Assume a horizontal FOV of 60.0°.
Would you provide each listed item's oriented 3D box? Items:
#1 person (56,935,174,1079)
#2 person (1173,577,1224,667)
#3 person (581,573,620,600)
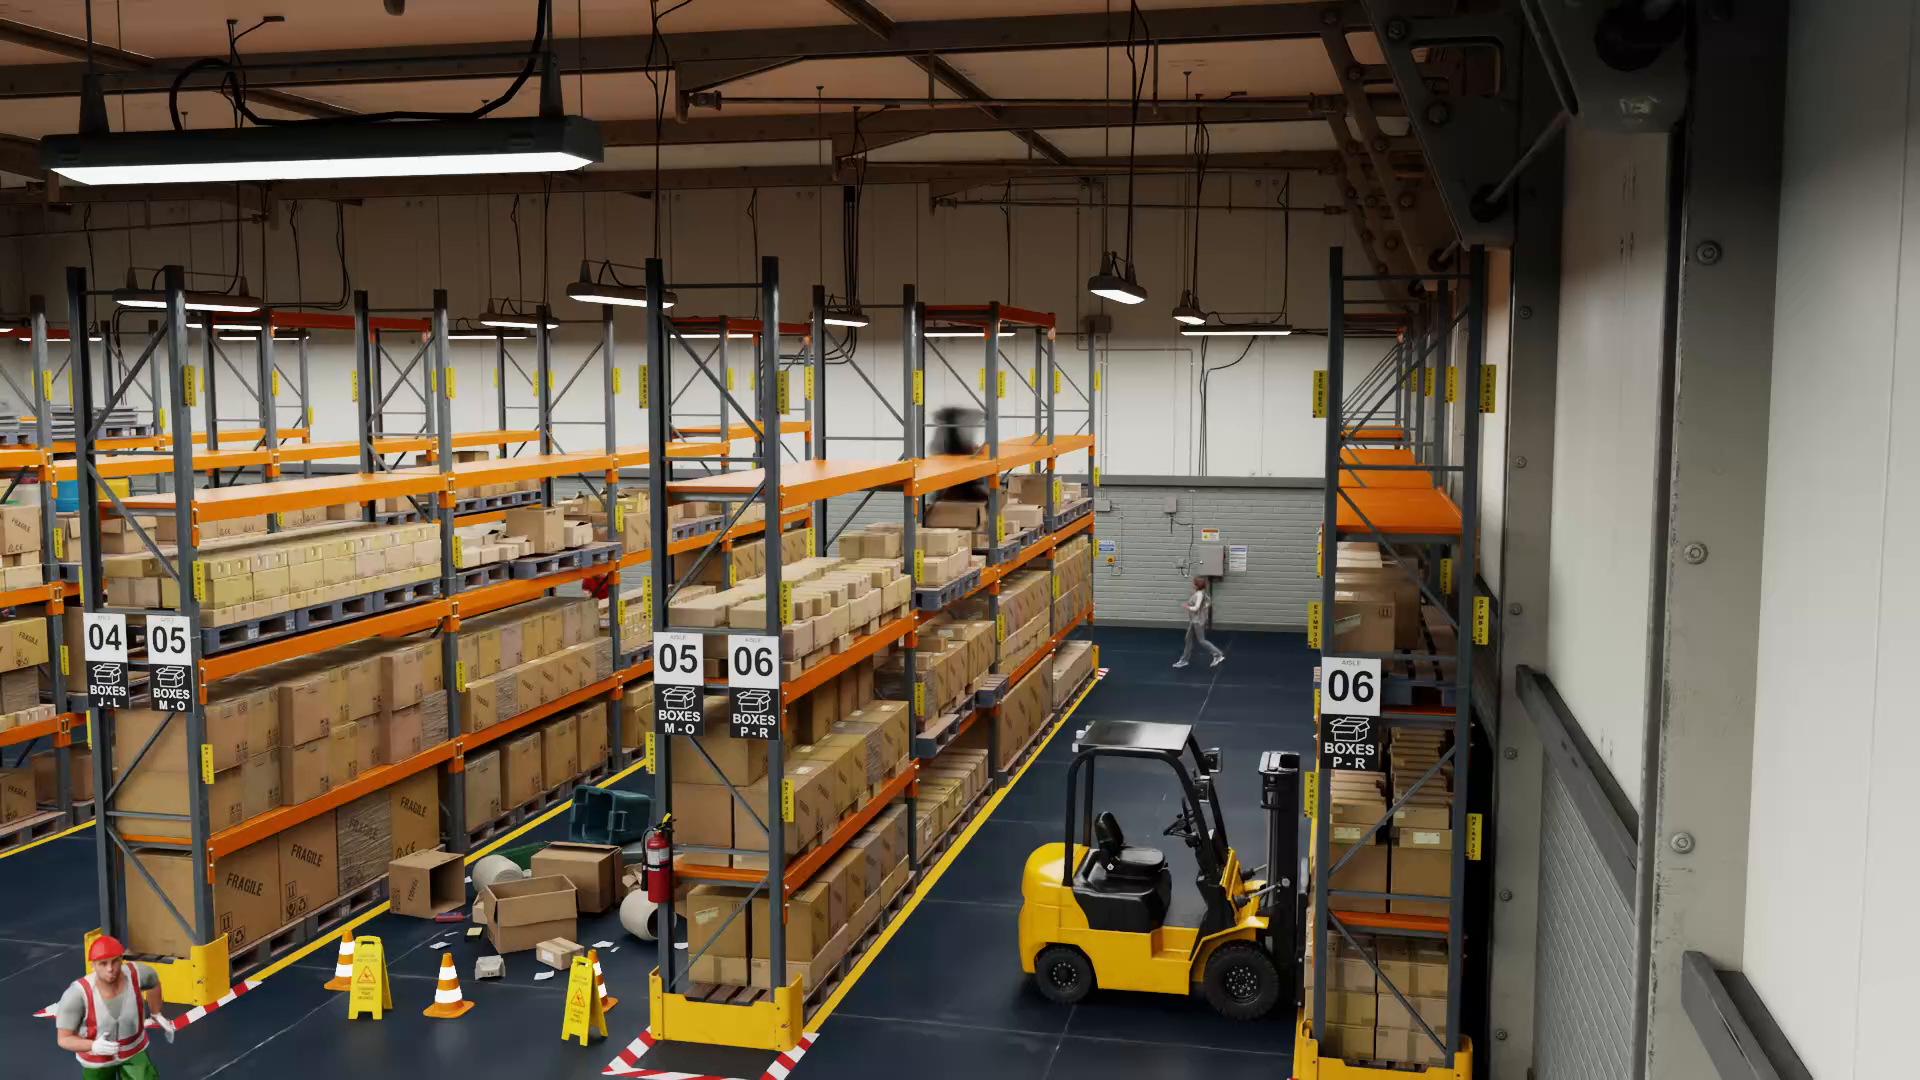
[{"bbox_3d":[-5.310,3.262,10.490,0.686,1.675,0.905,-4,7,-35],"label":"person"},{"bbox_3d":[4.140,1.433,28.835,0.887,1.591,0.546,1,6,9],"label":"person"},{"bbox_3d":[-6.798,1.203,31.451,0.671,1.556,0.945,-1,6,-6],"label":"person"}]
